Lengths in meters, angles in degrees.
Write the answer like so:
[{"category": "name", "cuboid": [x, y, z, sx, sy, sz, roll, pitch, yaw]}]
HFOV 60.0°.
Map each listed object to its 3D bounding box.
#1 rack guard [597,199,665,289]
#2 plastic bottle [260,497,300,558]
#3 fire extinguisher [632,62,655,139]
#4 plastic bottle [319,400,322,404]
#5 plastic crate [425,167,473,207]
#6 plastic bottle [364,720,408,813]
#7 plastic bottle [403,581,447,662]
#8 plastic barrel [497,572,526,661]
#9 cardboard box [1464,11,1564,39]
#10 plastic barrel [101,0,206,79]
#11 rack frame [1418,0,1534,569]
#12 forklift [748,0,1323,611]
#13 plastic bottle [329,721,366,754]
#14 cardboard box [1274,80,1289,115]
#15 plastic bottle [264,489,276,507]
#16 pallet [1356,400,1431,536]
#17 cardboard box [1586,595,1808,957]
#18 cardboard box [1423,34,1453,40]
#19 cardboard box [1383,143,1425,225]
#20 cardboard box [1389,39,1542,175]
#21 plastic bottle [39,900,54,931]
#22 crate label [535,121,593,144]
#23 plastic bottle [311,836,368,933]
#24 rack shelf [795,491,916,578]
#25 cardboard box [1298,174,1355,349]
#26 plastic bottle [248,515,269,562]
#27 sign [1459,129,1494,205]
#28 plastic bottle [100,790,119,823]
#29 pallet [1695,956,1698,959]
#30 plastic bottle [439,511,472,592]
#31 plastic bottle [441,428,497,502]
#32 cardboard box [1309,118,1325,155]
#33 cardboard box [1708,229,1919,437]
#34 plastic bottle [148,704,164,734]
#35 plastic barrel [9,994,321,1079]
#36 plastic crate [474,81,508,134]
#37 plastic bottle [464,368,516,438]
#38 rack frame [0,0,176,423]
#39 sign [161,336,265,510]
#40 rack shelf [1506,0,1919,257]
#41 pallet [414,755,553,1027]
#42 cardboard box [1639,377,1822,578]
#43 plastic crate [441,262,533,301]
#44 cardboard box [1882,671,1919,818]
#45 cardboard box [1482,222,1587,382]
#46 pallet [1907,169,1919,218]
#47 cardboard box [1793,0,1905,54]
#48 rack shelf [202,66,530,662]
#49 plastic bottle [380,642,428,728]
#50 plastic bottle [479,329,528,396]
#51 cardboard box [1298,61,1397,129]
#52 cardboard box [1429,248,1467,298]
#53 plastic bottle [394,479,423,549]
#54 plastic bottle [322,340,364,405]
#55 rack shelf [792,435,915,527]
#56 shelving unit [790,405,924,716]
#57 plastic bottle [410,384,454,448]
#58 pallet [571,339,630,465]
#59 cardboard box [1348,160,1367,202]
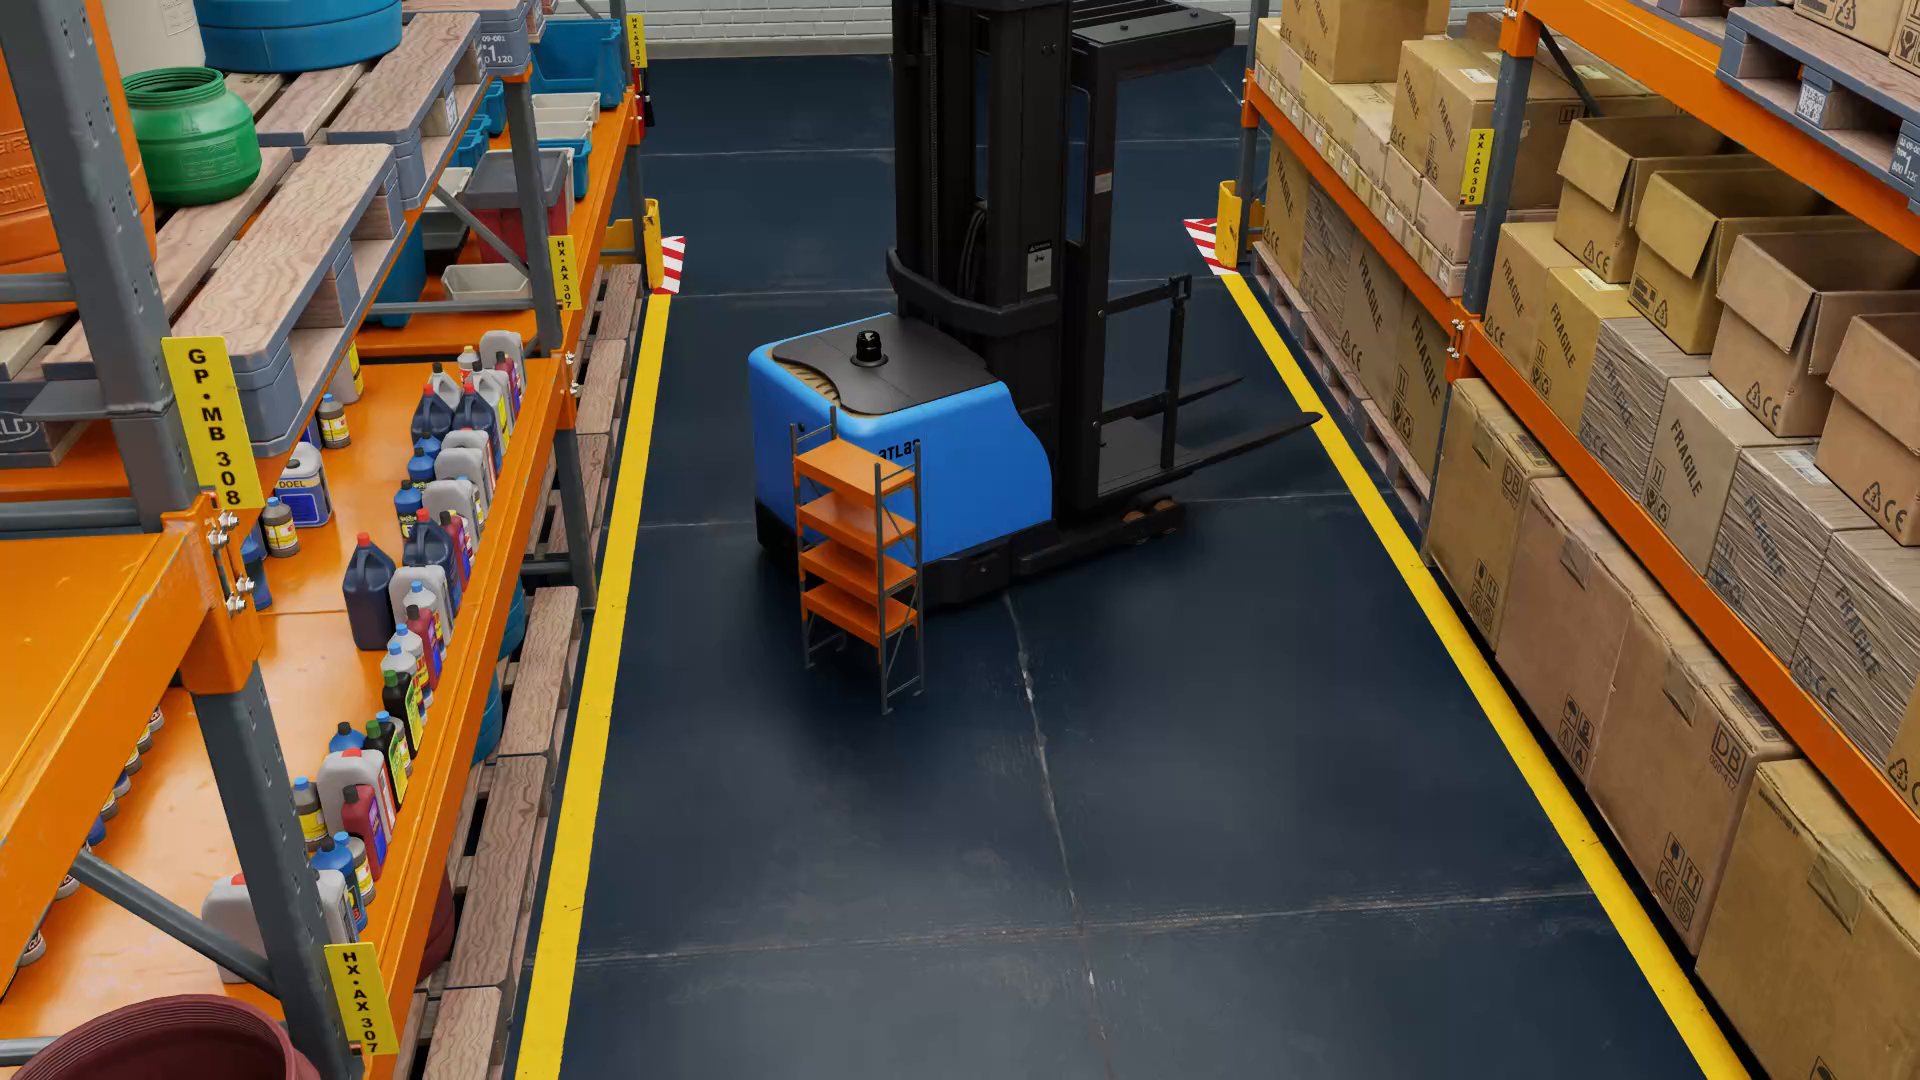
[{"category": "rack guard", "cuboid": [-2.578, -1.945, 11.019, 1.175, 0.500, 0.348, -3, 31, -5]}, {"category": "plastic bottle", "cuboid": [-2.294, -0.049, 5.601, 0.097, 0.201, 0.097, 0, 31, 0]}, {"category": "fire extinguisher", "cuboid": [-2.124, -2.912, 10.640, 0.296, 0.674, 0.183, -3, 31, -5]}, {"category": "plastic bottle", "cuboid": [-2.567, -0.639, 6.508, 0.061, 0.283, 0.133, -3, 31, -5]}, {"category": "plastic crate", "cuboid": [-2.651, -1.752, 8.456, 0.293, 0.136, 0.466, -3, 31, -5]}, {"category": "plastic bottle", "cuboid": [-1.544, 0.584, 4.460, 0.061, 0.283, 0.133, -3, 31, -5]}, {"category": "plastic bottle", "cuboid": [-1.625, 0.246, 5.038, 0.097, 0.271, 0.097, 0, 31, 0]}, {"category": "plastic barrel", "cuboid": [-2.155, 0.034, 6.904, 0.600, 0.901, 0.708, -3, 31, -5]}, {"category": "cardboard box", "cuboid": [2.861, -2.361, 8.403, 0.500, 0.500, 0.500, -4, 31, -6]}, {"category": "plastic barrel", "cuboid": [-2.131, -1.347, 4.112, 0.433, 0.535, 0.433, 0, 31, 0]}, {"category": "rack frame", "cuboid": [2.742, -1.202, 7.337, 1.000, 3.000, 0.127, -3, 31, -5]}, {"category": "forklift", "cuboid": [0.515, -1.438, 7.800, 3.031, 2.935, 1.130, -19, 36, -29]}, {"category": "plastic bottle", "cuboid": [-1.621, 0.603, 4.442, 0.097, 0.271, 0.097, 0, 31, 0]}, {"category": "cardboard box", "cuboid": [2.123, -2.678, 10.053, 0.380, 0.149, 0.250, -3, 31, -6]}, {"category": "plastic bottle", "cuboid": [-2.439, -0.184, 5.754, 0.152, 0.276, 0.135, -3, 31, -5]}, {"category": "pallet", "cuboid": [2.749, -0.397, 8.709, 1.003, 0.211, 1.213, -3, 31, -5]}, {"category": "cardboard box", "cuboid": [2.997, 0.763, 5.709, 1.225, 0.875, 0.875, -3, 31, -4]}, {"category": "cardboard box", "cuboid": [2.725, -2.814, 9.892, 0.500, 0.250, 0.500, -3, 31, -5]}, {"category": "cardboard box", "cuboid": [2.389, -1.742, 8.098, 0.500, 0.250, 0.500, -2, 31, -3]}, {"category": "cardboard box", "cuboid": [2.390, -2.065, 7.907, 0.500, 0.500, 0.500, -2, 31, -4]}, {"category": "plastic bottle", "cuboid": [-2.299, 0.824, 4.060, 0.061, 0.283, 0.133, -3, 31, -5]}, {"category": "crate label", "cuboid": [-2.243, -2.222, 9.244, 0.396, 0.136, 0.243, -3, 31, -5]}, {"category": "plastic bottle", "cuboid": [-1.517, 0.836, 4.051, 0.097, 0.271, 0.097, 0, 31, 0]}, {"category": "rack shelf", "cuboid": [-0.420, -0.041, 6.844, 0.480, 0.148, 0.258, 26, 39, 36]}, {"category": "cardboard box", "cuboid": [2.593, -1.725, 9.875, 0.875, 0.875, 0.875, -3, 31, -5]}, {"category": "plastic bottle", "cuboid": [-2.417, -0.066, 5.556, 0.152, 0.276, 0.135, -3, 31, -5]}, {"category": "sign", "cuboid": [2.190, -1.580, 7.049, 0.100, 0.325, 0.005, -3, 31, -5]}, {"category": "plastic bottle", "cuboid": [-2.319, 0.650, 4.430, 0.097, 0.201, 0.097, 0, 31, 0]}, {"category": "pallet", "cuboid": [3.117, 1.631, 5.313, 1.003, 0.211, 1.213, -3, 31, -5]}, {"category": "plastic bottle", "cuboid": [-1.648, 0.018, 5.408, 0.061, 0.283, 0.133, -3, 31, -5]}, {"category": "plastic bottle", "cuboid": [-1.749, -0.282, 5.917, 0.152, 0.276, 0.135, -3, 31, -5]}, {"category": "cardboard box", "cuboid": [2.196, -2.283, 9.392, 0.380, 0.149, 0.250, -3, 31, -5]}, {"category": "cardboard box", "cuboid": [2.936, -0.682, 5.391, 0.797, 0.503, 0.637, -2, 31, -3]}, {"category": "plastic bottle", "cuboid": [-2.356, 0.451, 4.763, 0.097, 0.201, 0.097, 0, 31, 0]}, {"category": "plastic barrel", "cuboid": [-1.470, 1.242, 3.114, 0.600, 0.536, 0.708, -3, 31, -5]}, {"category": "plastic crate", "cuboid": [-2.806, -2.483, 9.586, 0.416, 0.233, 0.300, -3, 31, -5]}, {"category": "plastic bottle", "cuboid": [-1.796, -0.539, 6.348, 0.152, 0.276, 0.135, -3, 31, -5]}, {"category": "rack frame", "cuboid": [-1.815, -1.498, 1.983, 1.000, 3.000, 0.127, -3, 31, -5]}, {"category": "sign", "cuboid": [-1.268, -0.195, 2.829, 0.100, 0.325, 0.005, -3, 31, -5]}, {"category": "rack shelf", "cuboid": [2.929, -1.160, 5.043, 1.077, 0.370, 4.000, -3, 31, -5]}, {"category": "pallet", "cuboid": [-2.041, 1.253, 5.947, 1.003, 0.211, 1.213, -3, 31, -5]}, {"category": "cardboard box", "cuboid": [2.684, -0.222, 5.600, 0.500, 0.500, 0.500, -2, 31, -4]}, {"category": "plastic crate", "cuboid": [-2.090, -1.122, 7.401, 0.396, 0.136, 0.243, -3, 31, -5]}, {"category": "cardboard box", "cuboid": [2.823, 0.557, 4.294, 0.500, 0.500, 0.500, -2, 31, -3]}, {"category": "cardboard box", "cuboid": [2.536, -0.998, 6.898, 0.500, 0.500, 0.500, -3, 31, -4]}, {"category": "pallet", "cuboid": [3.003, -0.693, 3.743, 1.213, 0.211, 1.003, -1, 31, -2]}, {"category": "cardboard box", "cuboid": [2.904, -1.714, 4.759, 0.797, 0.503, 0.637, -3, 31, -5]}, {"category": "rack shelf", "cuboid": [-2.002, -0.923, 4.646, 1.077, 0.370, 4.000, -3, 31, -5]}, {"category": "plastic bottle", "cuboid": [-1.595, 0.414, 4.758, 0.097, 0.271, 0.097, 0, 31, 0]}, {"category": "plastic bottle", "cuboid": [-1.830, -0.726, 6.661, 0.152, 0.276, 0.135, -3, 31, -5]}, {"category": "cardboard box", "cuboid": [2.243, -2.528, 9.413, 0.500, 0.250, 0.500, -4, 31, -6]}, {"category": "cardboard box", "cuboid": [2.388, -1.234, 7.636, 0.380, 0.149, 0.250, -3, 31, -4]}, {"category": "plastic bottle", "cuboid": [-1.837, -0.077, 5.579, 0.097, 0.271, 0.097, 0, 31, 0]}, {"category": "plastic bottle", "cuboid": [-2.475, -0.728, 6.591, 0.144, 0.351, 0.185, -3, 31, -5]}, {"category": "rack shelf", "cuboid": [-0.420, -0.244, 6.723, 0.480, 0.148, 0.258, 26, 39, 36]}, {"category": "shelving unit", "cuboid": [-0.420, 0.093, 6.924, 0.503, 1.200, 0.258, 26, 39, 36]}, {"category": "plastic bottle", "cuboid": [-1.904, -0.389, 6.024, 0.144, 0.351, 0.185, -3, 31, -5]}, {"category": "pallet", "cuboid": [-2.413, -0.765, 9.326, 1.003, 0.211, 1.213, -3, 31, -5]}, {"category": "cardboard box", "cuboid": [2.267, -1.890, 8.734, 0.380, 0.149, 0.250, -3, 31, -5]}]
